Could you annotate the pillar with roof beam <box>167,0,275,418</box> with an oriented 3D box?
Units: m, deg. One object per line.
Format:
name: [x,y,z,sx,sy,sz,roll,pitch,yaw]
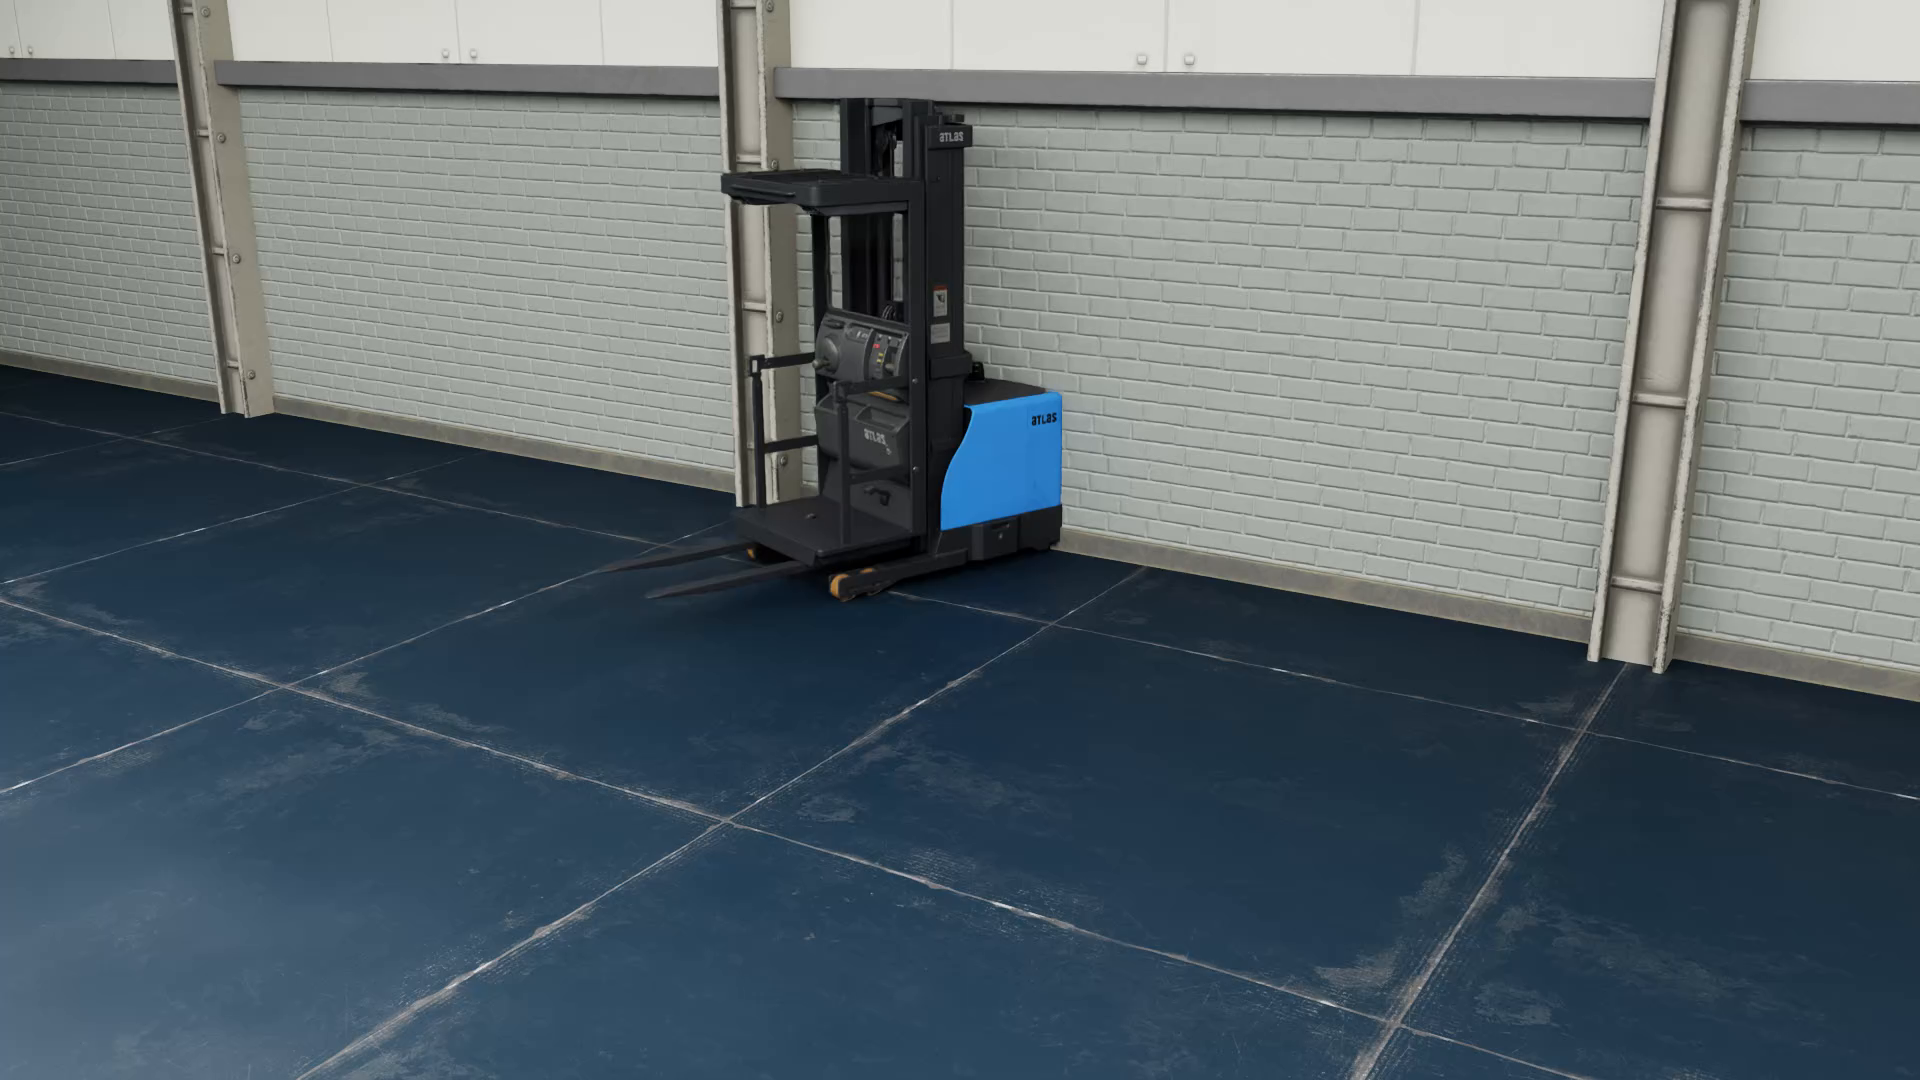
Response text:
pillar with roof beam: [-8.763,-4.409,10.412,0.400,9.000,9.100,10,20,30]

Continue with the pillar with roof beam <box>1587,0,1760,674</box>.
pillar with roof beam: [1.463,-2.583,4.403,0.400,9.000,9.100,10,20,30]

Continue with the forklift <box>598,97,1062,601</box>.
forklift: [-0.783,-1.202,10.296,3.031,2.935,1.130,-12,21,-35]

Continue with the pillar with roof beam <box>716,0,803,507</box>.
pillar with roof beam: [-3.650,-3.496,7.408,0.400,9.000,9.100,10,20,30]
